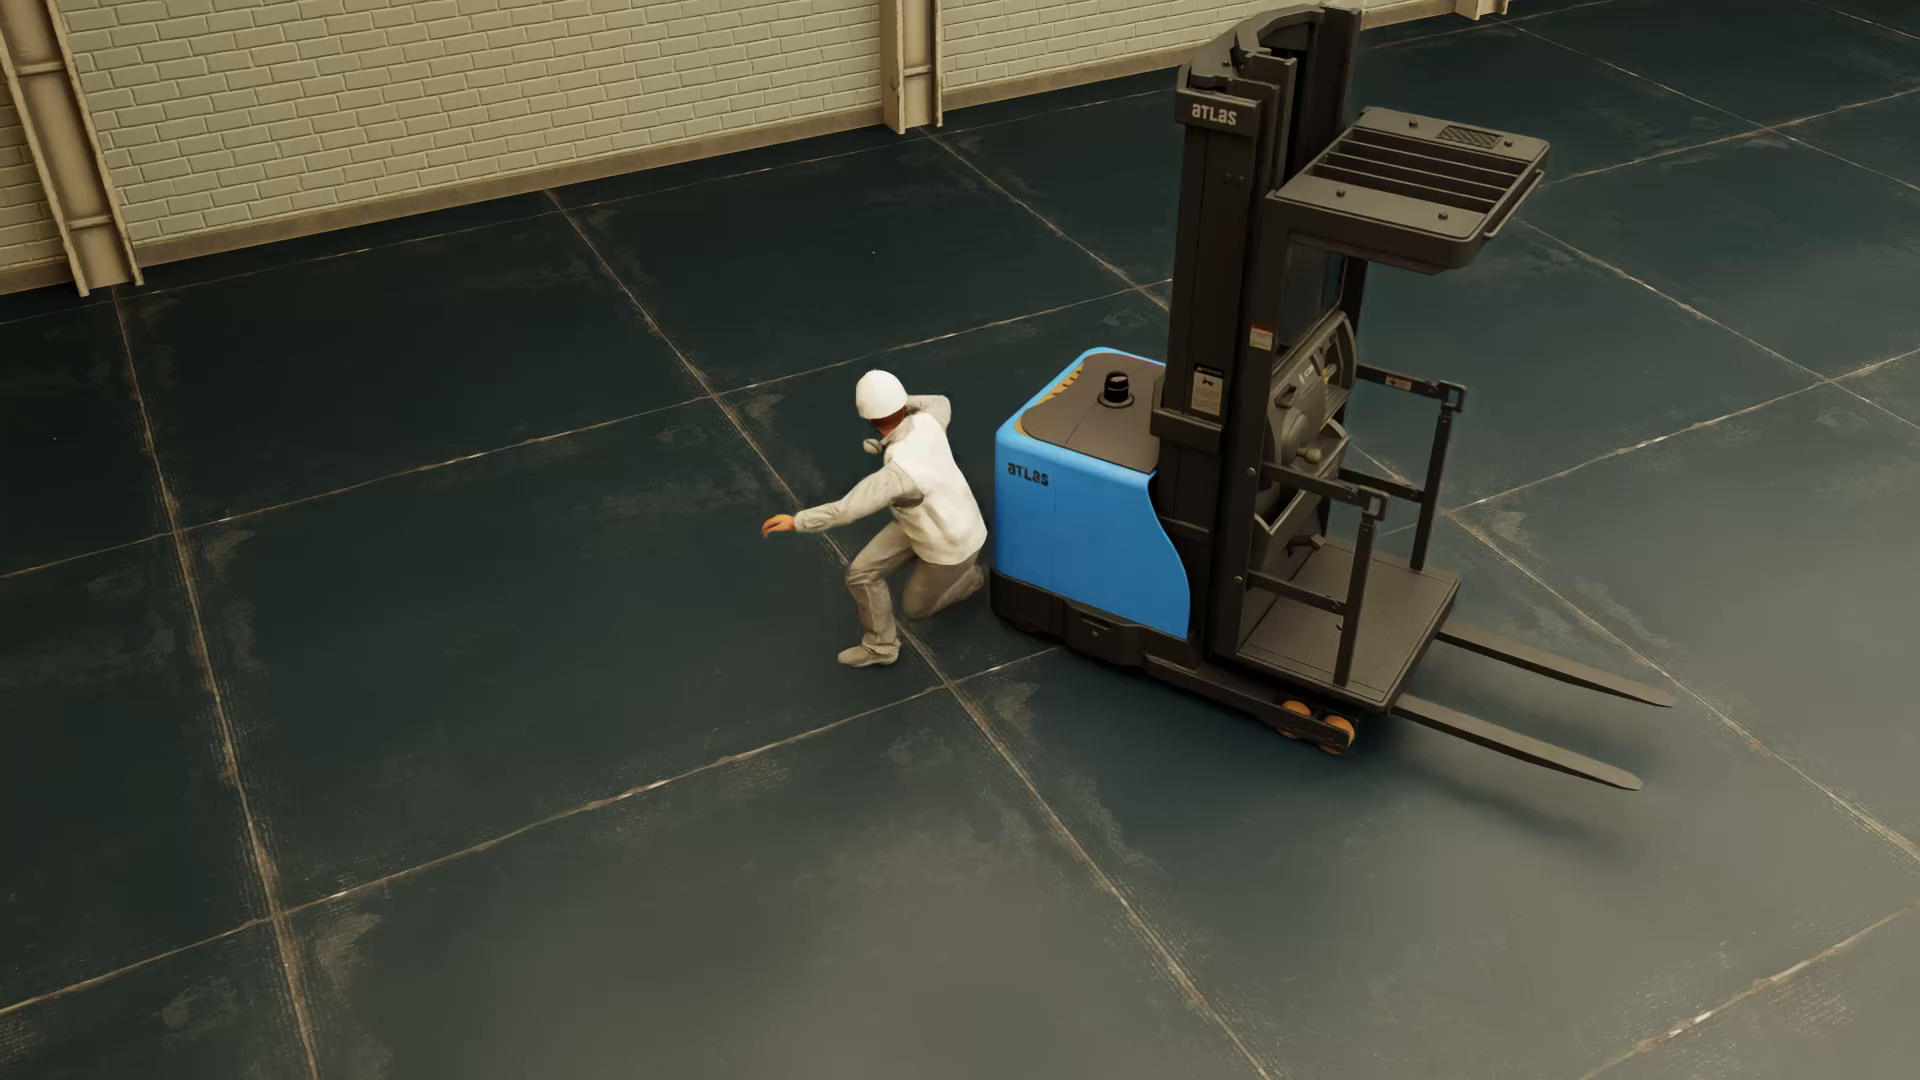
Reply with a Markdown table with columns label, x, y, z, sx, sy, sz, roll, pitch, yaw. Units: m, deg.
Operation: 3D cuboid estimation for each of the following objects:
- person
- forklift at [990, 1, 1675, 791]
| label | x | y | z | sx | sy | sz | roll | pitch | yaw |
| --- | --- | --- | --- | --- | --- | --- | --- | --- | --- |
| person | -0.379 | -0.134 | 7.557 | 1.100 | 1.533 | 0.848 | -9 | 36 | -13 |
| forklift | 1.670 | -0.607 | 6.982 | 3.031 | 2.935 | 1.130 | 19 | 40 | 25 |
